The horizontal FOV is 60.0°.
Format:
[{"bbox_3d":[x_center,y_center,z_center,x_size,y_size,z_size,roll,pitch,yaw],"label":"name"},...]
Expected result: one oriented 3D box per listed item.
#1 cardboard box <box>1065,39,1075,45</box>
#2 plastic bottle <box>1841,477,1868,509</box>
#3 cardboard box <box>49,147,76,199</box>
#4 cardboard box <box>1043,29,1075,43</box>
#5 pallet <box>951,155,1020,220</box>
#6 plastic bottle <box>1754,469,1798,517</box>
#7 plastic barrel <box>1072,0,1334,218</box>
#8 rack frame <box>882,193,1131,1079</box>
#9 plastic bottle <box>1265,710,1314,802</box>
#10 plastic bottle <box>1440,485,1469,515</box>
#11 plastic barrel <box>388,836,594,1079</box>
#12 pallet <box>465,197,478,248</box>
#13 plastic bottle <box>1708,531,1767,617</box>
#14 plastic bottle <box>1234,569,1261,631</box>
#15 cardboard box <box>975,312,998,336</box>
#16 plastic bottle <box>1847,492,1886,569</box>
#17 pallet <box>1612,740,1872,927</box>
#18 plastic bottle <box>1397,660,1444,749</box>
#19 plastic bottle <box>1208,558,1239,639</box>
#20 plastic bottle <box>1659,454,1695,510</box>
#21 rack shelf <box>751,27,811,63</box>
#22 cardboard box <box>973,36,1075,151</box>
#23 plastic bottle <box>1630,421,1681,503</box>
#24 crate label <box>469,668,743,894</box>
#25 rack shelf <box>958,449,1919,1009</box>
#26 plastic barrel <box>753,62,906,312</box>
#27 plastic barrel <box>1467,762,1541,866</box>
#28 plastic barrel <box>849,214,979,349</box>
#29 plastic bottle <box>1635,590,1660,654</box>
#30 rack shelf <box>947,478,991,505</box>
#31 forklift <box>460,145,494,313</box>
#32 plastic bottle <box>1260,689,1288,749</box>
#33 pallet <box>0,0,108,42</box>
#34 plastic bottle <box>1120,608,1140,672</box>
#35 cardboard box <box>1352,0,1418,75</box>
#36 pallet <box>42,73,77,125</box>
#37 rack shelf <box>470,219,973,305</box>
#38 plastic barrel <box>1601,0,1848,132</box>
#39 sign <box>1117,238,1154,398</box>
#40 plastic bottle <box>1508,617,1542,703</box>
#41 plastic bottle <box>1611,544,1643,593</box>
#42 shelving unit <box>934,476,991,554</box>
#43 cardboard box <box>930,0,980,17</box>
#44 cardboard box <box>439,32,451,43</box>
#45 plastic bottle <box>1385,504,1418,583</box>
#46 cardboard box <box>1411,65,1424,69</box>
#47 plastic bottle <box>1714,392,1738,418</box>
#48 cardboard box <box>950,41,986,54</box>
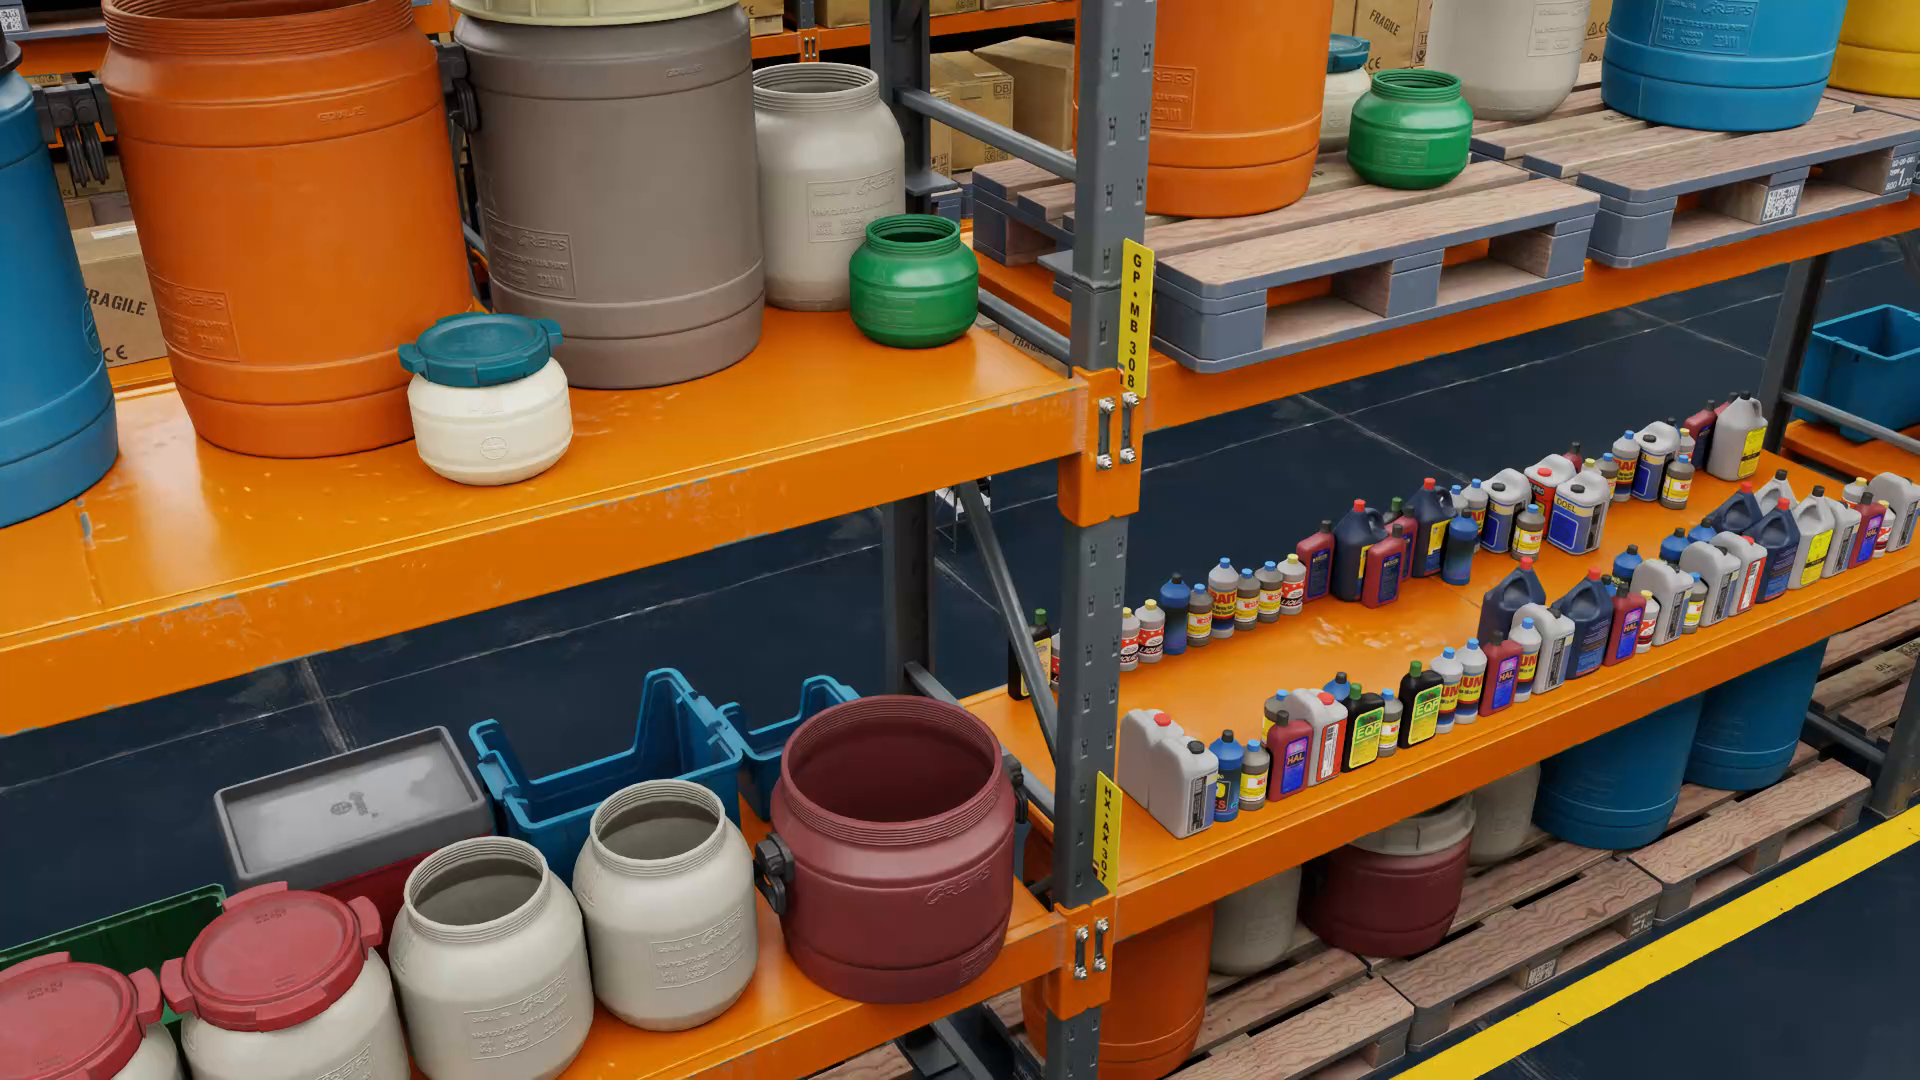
[{"bbox_3d":[1.169,-4.499,15.279,0.250,0.149,0.380,-15,32,-25],"label":"cardboard box"},{"bbox_3d":[3.276,-0.132,6.090,0.097,0.201,0.097,0,29,0],"label":"plastic bottle"},{"bbox_3d":[-6.495,-2.538,11.599,0.500,0.250,0.500,-16,33,-27],"label":"cardboard box"},{"bbox_3d":[0.978,-4.659,15.568,0.250,0.149,0.380,-16,33,-26],"label":"cardboard box"},{"bbox_3d":[0.281,-2.233,9.890,1.213,0.211,1.003,-16,33,-26],"label":"pallet"},{"bbox_3d":[2.831,-0.080,5.841,0.185,0.351,0.144,-16,33,-26],"label":"plastic bottle"},{"bbox_3d":[0.573,-1.246,3.920,0.708,0.830,0.600,-16,33,-26],"label":"plastic barrel"},{"bbox_3d":[0.082,0.577,4.601,0.127,3.000,1.000,-16,33,-26],"label":"rack frame"},{"bbox_3d":[0.926,0.595,4.688,0.133,0.283,0.061,-16,33,-26],"label":"plastic bottle"},{"bbox_3d":[1.743,-0.067,5.901,0.097,0.271,0.097,0,29,0],"label":"plastic bottle"},{"bbox_3d":[-1.060,0.972,3.769,0.421,0.512,0.421,0,29,0],"label":"plastic barrel"},{"bbox_3d":[-4.219,-2.491,13.046,1.213,0.211,1.003,-16,33,-26],"label":"pallet"},{"bbox_3d":[2.605,0.096,5.600,0.135,0.276,0.152,-16,33,-26],"label":"plastic bottle"},{"bbox_3d":[0.942,0.191,5.506,0.097,0.201,0.097,0,29,0],"label":"plastic bottle"},{"bbox_3d":[-0.119,-1.085,9.743,0.500,0.500,0.500,-15,32,-26],"label":"cardboard box"},{"bbox_3d":[3.179,-0.045,5.847,0.133,0.283,0.061,-16,33,-26],"label":"plastic bottle"},{"bbox_3d":[2.845,0.990,6.738,1.213,0.211,1.003,-16,33,-26],"label":"pallet"},{"bbox_3d":[1.356,0.473,4.909,0.133,0.283,0.061,-16,33,-26],"label":"plastic bottle"},{"bbox_3d":[0.858,0.184,5.446,0.097,0.271,0.097,0,29,0],"label":"plastic bottle"},{"bbox_3d":[2.703,-0.224,6.257,0.097,0.201,0.097,0,29,0],"label":"plastic bottle"},{"bbox_3d":[-3.212,-3.725,13.140,4.000,0.370,1.077,-16,33,-26],"label":"rack shelf"},{"bbox_3d":[0.503,-2.672,9.949,0.700,0.500,0.500,22,36,34],"label":"cardboard box"},{"bbox_3d":[2.623,-0.304,6.325,0.135,0.276,0.152,-16,33,-26],"label":"plastic bottle"},{"bbox_3d":[-0.911,0.692,4.356,0.616,0.435,0.502,-16,33,-26],"label":"crate label"},{"bbox_3d":[1.807,0.402,5.662,4.000,0.370,1.077,-16,33,-26],"label":"rack shelf"},{"bbox_3d":[-0.341,-0.837,3.942,0.421,0.512,0.421,0,29,0],"label":"plastic barrel"},{"bbox_3d":[1.911,0.903,6.149,0.421,0.512,0.421,0,29,0],"label":"plastic barrel"},{"bbox_3d":[-0.105,-0.587,3.765,0.294,0.245,0.294,0,29,0],"label":"plastic barrel"},{"bbox_3d":[2.203,0.258,5.384,0.097,0.201,0.097,0,29,0],"label":"plastic bottle"},{"bbox_3d":[0.007,-0.288,8.596,0.200,0.077,0.258,-16,33,-26],"label":"rack shelf"},{"bbox_3d":[-2.622,-2.400,10.066,3.031,2.935,1.130,-15,32,-25],"label":"forklift"},{"bbox_3d":[0.939,0.532,4.888,0.097,0.201,0.097,0,29,0],"label":"plastic bottle"},{"bbox_3d":[-3.926,-2.240,6.795,1.213,0.211,1.003,-14,32,-24],"label":"pallet"},{"bbox_3d":[0.523,0.310,5.290,0.097,0.201,0.097,0,29,0],"label":"plastic bottle"},{"bbox_3d":[2.462,-3.199,10.303,0.500,0.500,0.500,-17,33,-28],"label":"cardboard box"},{"bbox_3d":[-6.623,-2.965,11.216,1.213,0.211,1.003,-16,33,-26],"label":"pallet"},{"bbox_3d":[-0.700,-1.662,9.402,4.000,0.370,1.077,-16,33,-26],"label":"rack shelf"},{"bbox_3d":[2.137,-1.638,4.555,0.708,0.901,0.600,-16,33,-26],"label":"plastic barrel"},{"bbox_3d":[0.367,-0.463,3.489,0.005,0.325,0.100,-16,33,-26],"label":"sign"},{"bbox_3d":[1.729,0.362,5.123,0.097,0.271,0.097,0,29,0],"label":"plastic bottle"},{"bbox_3d":[2.210,0.140,5.525,0.097,0.271,0.097,0,29,0],"label":"plastic bottle"},{"bbox_3d":[0.007,-0.396,8.536,0.210,0.900,0.258,-16,33,-26],"label":"shelving unit"},{"bbox_3d":[-0.380,-4.963,14.329,0.700,0.700,0.980,-17,33,-28],"label":"cardboard box"},{"bbox_3d":[-3.932,-3.870,12.226,0.500,0.500,0.500,-15,32,-25],"label":"cardboard box"},{"bbox_3d":[1.506,0.019,5.732,0.133,0.283,0.061,-16,33,-26],"label":"plastic bottle"},{"bbox_3d":[2.912,-2.895,10.788,0.500,0.500,0.500,-16,33,-27],"label":"cardboard box"},{"bbox_3d":[2.999,-0.439,6.562,0.133,0.283,0.061,-16,33,-26],"label":"plastic bottle"},{"bbox_3d":[0.104,-4.410,15.118,0.250,0.149,0.380,-16,33,-27],"label":"cardboard box"}]
